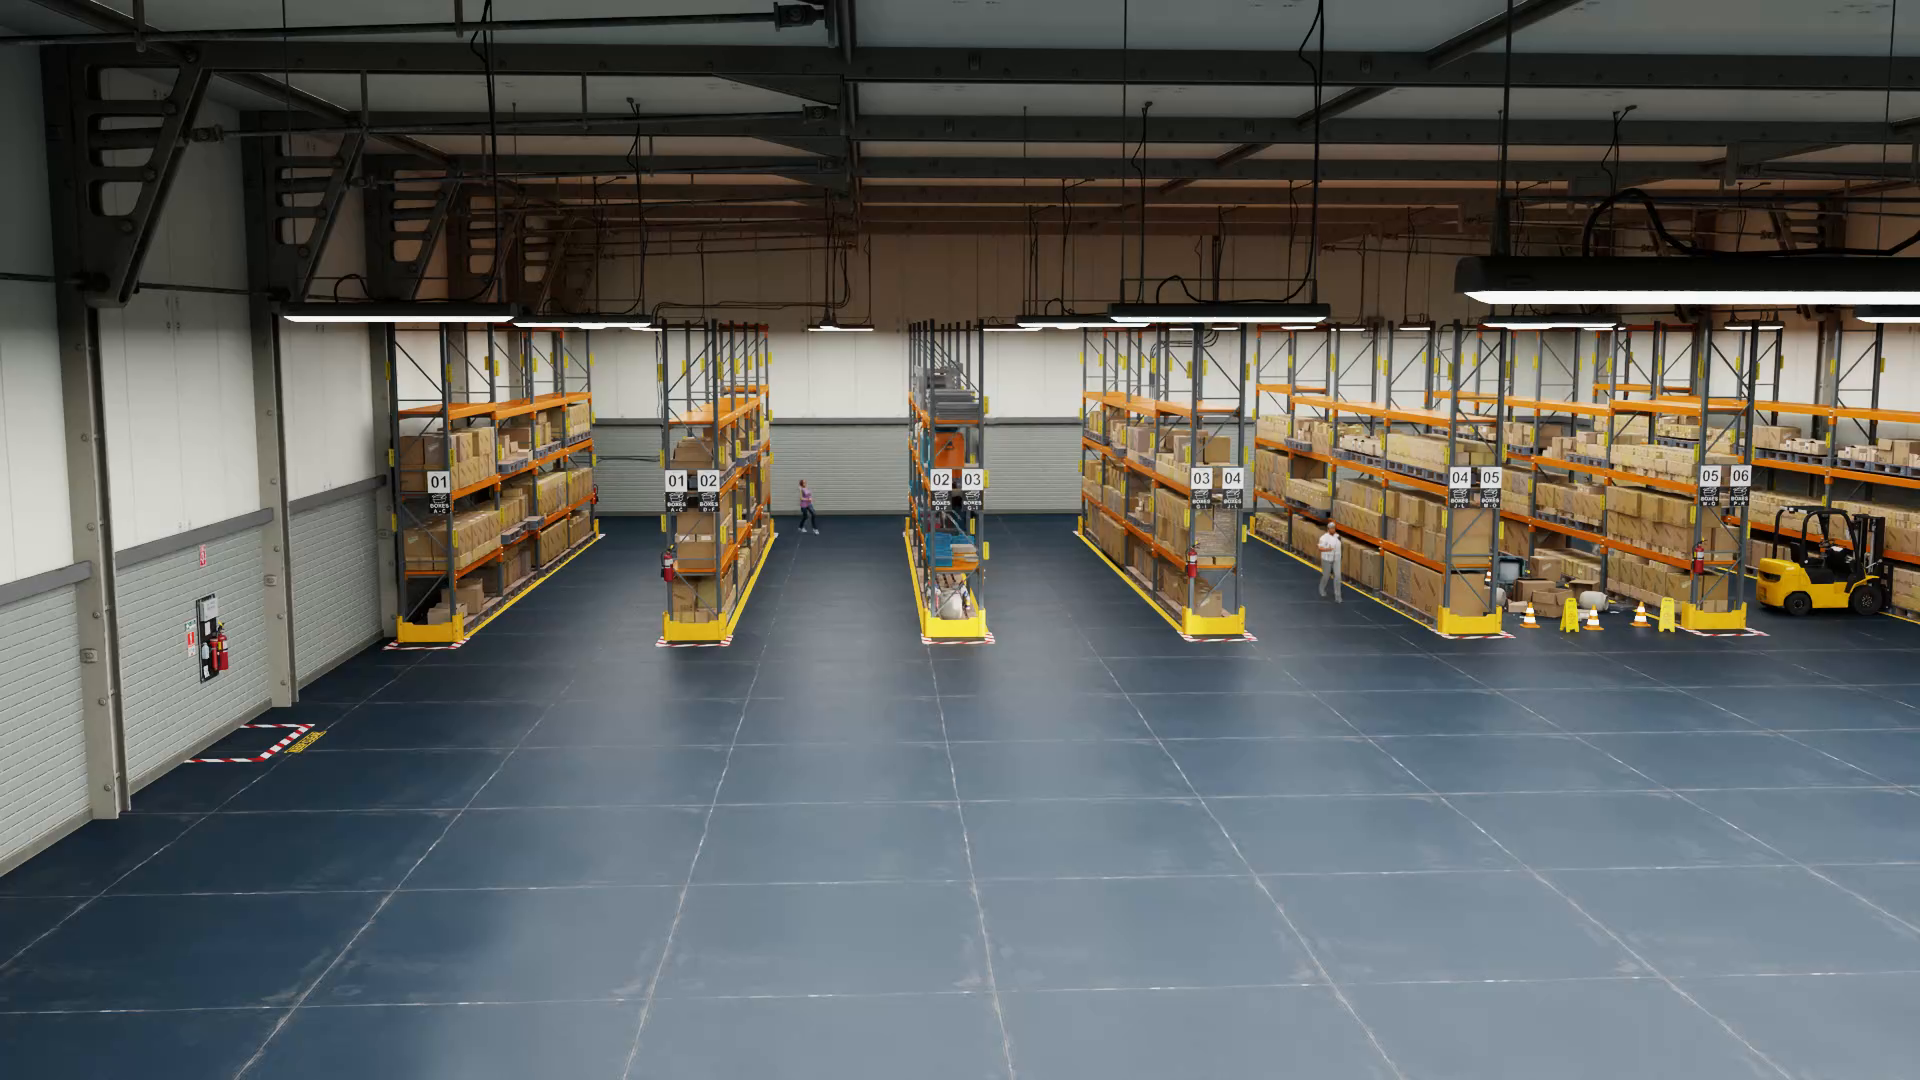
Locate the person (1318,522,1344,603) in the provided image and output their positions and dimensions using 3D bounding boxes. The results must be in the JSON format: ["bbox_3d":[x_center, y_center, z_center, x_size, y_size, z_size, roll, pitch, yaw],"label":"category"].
[{"bbox_3d":[7.999,0.457,35.889,0.604,1.688,0.885,-1,7,-8],"label":"person"}]

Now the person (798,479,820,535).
[{"bbox_3d":[-4.432,-0.956,47.692,0.763,1.595,0.529,5,9,36],"label":"person"}]

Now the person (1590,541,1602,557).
[{"bbox_3d":[15.752,-0.232,41.041,0.656,1.792,0.981,0,7,-4],"label":"person"}]

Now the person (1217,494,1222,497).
[{"bbox_3d":[7.255,-0.757,45.820,0.588,1.659,0.554,-1,7,-5],"label":"person"}]
